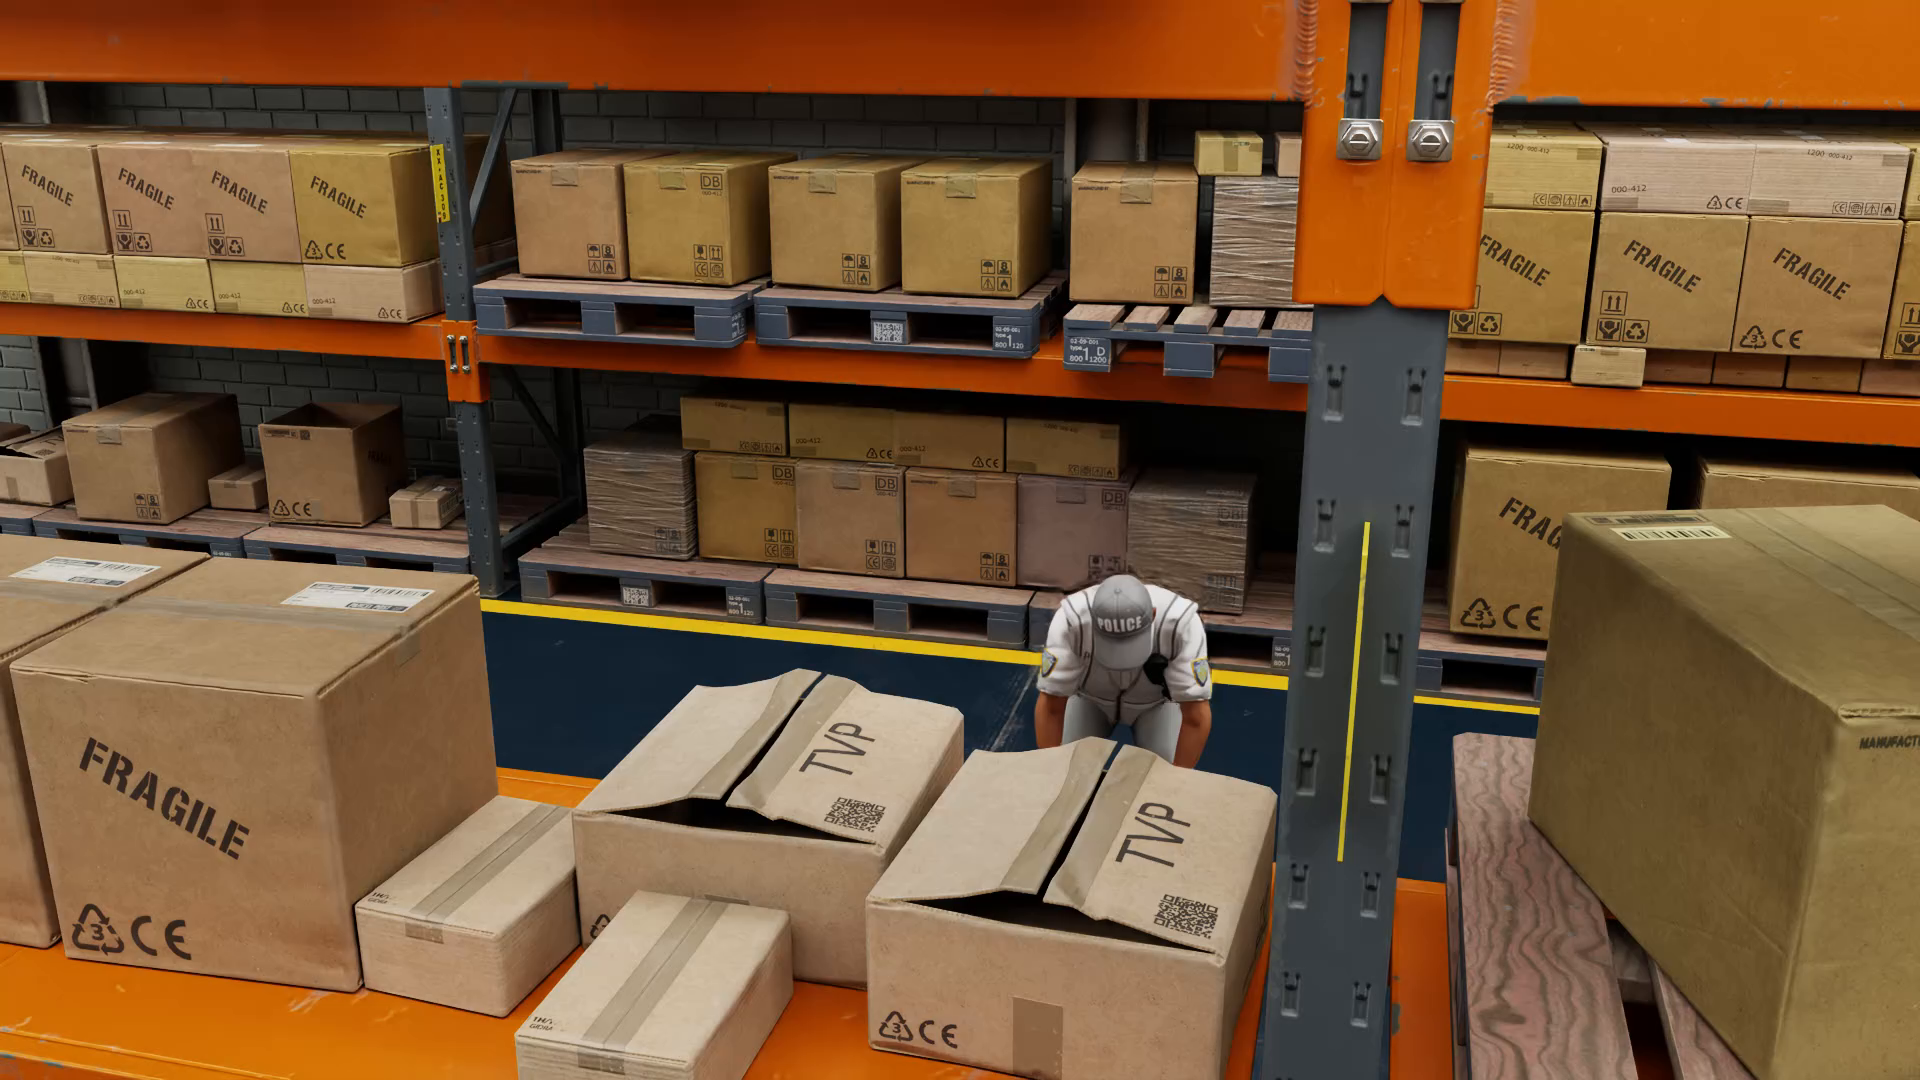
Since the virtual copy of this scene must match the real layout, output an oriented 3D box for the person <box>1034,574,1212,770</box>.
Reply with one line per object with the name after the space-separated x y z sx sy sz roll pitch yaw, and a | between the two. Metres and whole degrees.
0.516 0.575 5.111 0.531 1.178 0.815 5 19 13 | person
